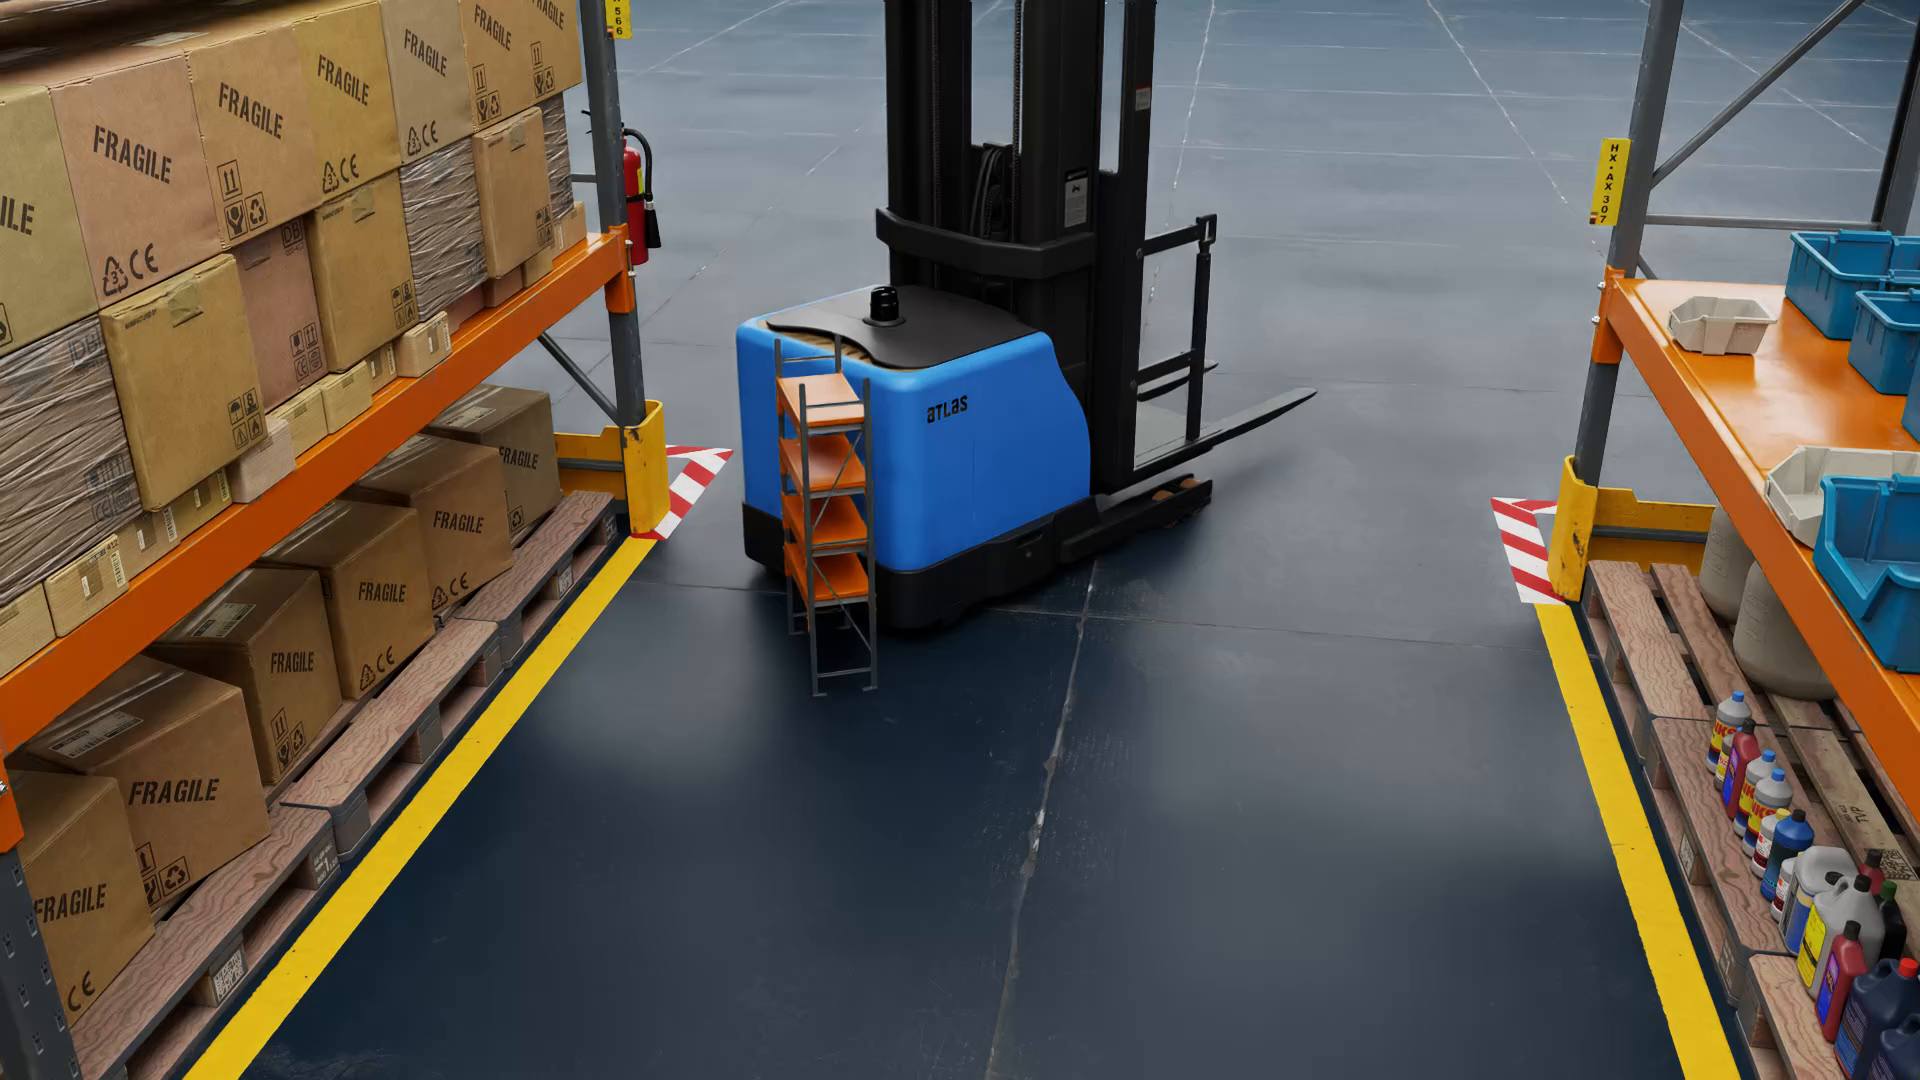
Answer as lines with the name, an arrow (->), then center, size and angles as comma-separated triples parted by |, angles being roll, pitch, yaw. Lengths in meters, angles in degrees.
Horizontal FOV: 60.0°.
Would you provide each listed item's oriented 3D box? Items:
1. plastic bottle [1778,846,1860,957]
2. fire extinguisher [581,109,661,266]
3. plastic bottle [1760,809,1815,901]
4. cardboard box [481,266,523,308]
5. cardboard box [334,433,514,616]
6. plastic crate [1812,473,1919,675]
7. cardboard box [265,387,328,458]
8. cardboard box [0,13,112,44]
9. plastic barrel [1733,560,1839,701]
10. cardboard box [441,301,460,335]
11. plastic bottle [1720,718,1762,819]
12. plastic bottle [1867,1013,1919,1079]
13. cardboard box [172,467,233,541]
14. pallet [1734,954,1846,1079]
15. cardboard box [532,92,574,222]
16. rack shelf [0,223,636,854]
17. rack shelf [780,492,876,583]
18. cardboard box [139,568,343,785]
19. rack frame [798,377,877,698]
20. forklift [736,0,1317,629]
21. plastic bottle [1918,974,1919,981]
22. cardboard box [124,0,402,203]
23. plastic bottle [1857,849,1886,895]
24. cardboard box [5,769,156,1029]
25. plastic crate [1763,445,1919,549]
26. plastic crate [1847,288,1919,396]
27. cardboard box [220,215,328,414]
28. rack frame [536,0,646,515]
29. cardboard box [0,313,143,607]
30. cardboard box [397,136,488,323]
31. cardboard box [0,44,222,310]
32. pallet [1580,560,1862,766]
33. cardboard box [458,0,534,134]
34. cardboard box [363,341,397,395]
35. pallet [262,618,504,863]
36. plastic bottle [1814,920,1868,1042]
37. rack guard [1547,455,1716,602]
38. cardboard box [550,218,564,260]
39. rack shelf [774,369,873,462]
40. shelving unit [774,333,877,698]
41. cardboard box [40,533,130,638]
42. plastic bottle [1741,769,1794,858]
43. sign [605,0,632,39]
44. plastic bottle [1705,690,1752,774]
plastic bottle -> 2.270, 0.953, 4.369 | 0.152, 0.276, 0.135 | 4, 25, 9
fire extinguisher -> -1.424, -1.506, 7.020 | 0.296, 0.674, 0.183 | 4, 25, 9
plastic bottle -> 2.279, 0.861, 4.571 | 0.097, 0.271, 0.097 | 0, 25, 0
cardboard box -> -1.828, -0.962, 6.062 | 0.380, 0.149, 0.250 | 4, 25, 9
cardboard box -> -2.080, -0.071, 6.316 | 0.500, 0.500, 0.500 | 11, 27, 22
plastic crate -> 2.248, 0.077, 3.723 | 0.499, 0.251, 0.616 | 4, 25, 9
cardboard box -> -2.040, -0.332, 4.717 | 0.380, 0.149, 0.250 | 4, 25, 9
cardboard box -> -2.586, -1.110, 4.436 | 0.500, 0.500, 0.500 | 4, 25, 9
plastic barrel -> 2.875, 0.245, 5.628 | 0.421, 0.512, 0.421 | 0, 25, 0
cardboard box -> -1.929, -0.754, 5.618 | 0.380, 0.149, 0.250 | 4, 25, 9
plastic bottle -> 2.330, 0.679, 4.946 | 0.061, 0.283, 0.133 | 4, 25, 9
plastic bottle -> 2.156, 1.202, 3.749 | 0.144, 0.351, 0.185 | 3, 25, 7
cardboard box -> -2.121, -0.123, 4.270 | 0.380, 0.149, 0.250 | 4, 25, 9
pallet -> 2.486, 1.476, 3.848 | 1.003, 0.211, 1.213 | 4, 25, 9
cardboard box -> -2.015, -1.477, 6.398 | 0.875, 0.500, 0.500 | 4, 25, 9
rack shelf -> -2.225, -0.363, 5.335 | 1.077, 0.370, 4.000 | 4, 25, 9
rack shelf -> -0.484, -0.027, 6.051 | 0.258, 0.148, 0.480 | -7, 26, -14
cardboard box -> -2.337, 0.420, 5.267 | 0.500, 0.500, 0.500 | 2, 25, 4
rack frame -> -0.420, 0.012, 5.809 | 0.240, 1.200, 0.015 | -7, 26, -14
forklift -> 0.491, -1.516, 7.032 | 1.130, 2.935, 3.031 | 23, 33, 39
plastic bottle -> 2.337, 1.156, 3.937 | 0.152, 0.276, 0.135 | 4, 25, 9
cardboard box -> -1.994, -1.284, 4.806 | 0.500, 0.500, 0.500 | 4, 25, 9
plastic bottle -> 2.376, 0.957, 4.353 | 0.061, 0.283, 0.133 | 4, 25, 9
cardboard box -> -2.447, 0.925, 4.188 | 0.500, 0.500, 0.500 | 3, 25, 7
plastic crate -> 2.350, -0.086, 4.207 | 0.530, 0.136, 0.437 | 4, 25, 9
plastic crate -> 3.090, -0.613, 5.197 | 0.499, 0.251, 0.408 | 4, 25, 9
cardboard box -> -2.318, -0.639, 4.607 | 0.875, 0.500, 0.500 | 4, 25, 9
rack frame -> -1.898, -1.525, 6.970 | 1.000, 3.000, 0.127 | 4, 25, 9
cardboard box -> -2.417, -0.216, 3.704 | 0.875, 0.500, 0.500 | 4, 25, 9
cardboard box -> -2.102, -1.053, 5.493 | 0.875, 0.500, 0.500 | 4, 25, 9
cardboard box -> -2.147, -0.865, 3.911 | 0.500, 0.500, 0.500 | 4, 25, 9
pallet -> 2.885, 0.456, 6.028 | 1.003, 0.211, 1.213 | 4, 25, 9
cardboard box -> -1.820, -1.701, 5.698 | 0.500, 0.500, 0.500 | 4, 25, 9
cardboard box -> -1.992, -0.543, 5.169 | 0.380, 0.149, 0.250 | 4, 25, 9
pallet -> -2.280, 0.616, 5.685 | 1.003, 0.211, 1.213 | 4, 25, 9
plastic bottle -> 2.173, 1.082, 4.086 | 0.061, 0.283, 0.133 | 6, 26, 12
rack guard -> 3.023, -0.015, 6.692 | 1.175, 0.500, 0.348 | 4, 25, 9
cardboard box -> -1.782, -1.173, 6.514 | 0.380, 0.149, 0.250 | 4, 25, 9
rack shelf -> -0.484, -0.444, 5.856 | 0.258, 0.148, 0.480 | -7, 26, -14
shelving unit -> -0.484, -0.088, 6.022 | 0.258, 1.200, 0.503 | -7, 26, -14
cardboard box -> -2.166, 0.089, 3.818 | 0.380, 0.149, 0.250 | 4, 25, 9
plastic bottle -> 2.313, 0.777, 4.752 | 0.097, 0.271, 0.097 | 0, 25, 0
sign -> -1.353, -2.146, 6.557 | 0.100, 0.325, 0.005 | 4, 25, 9
plastic bottle -> 2.385, 0.591, 5.148 | 0.097, 0.271, 0.097 | 0, 25, 0
